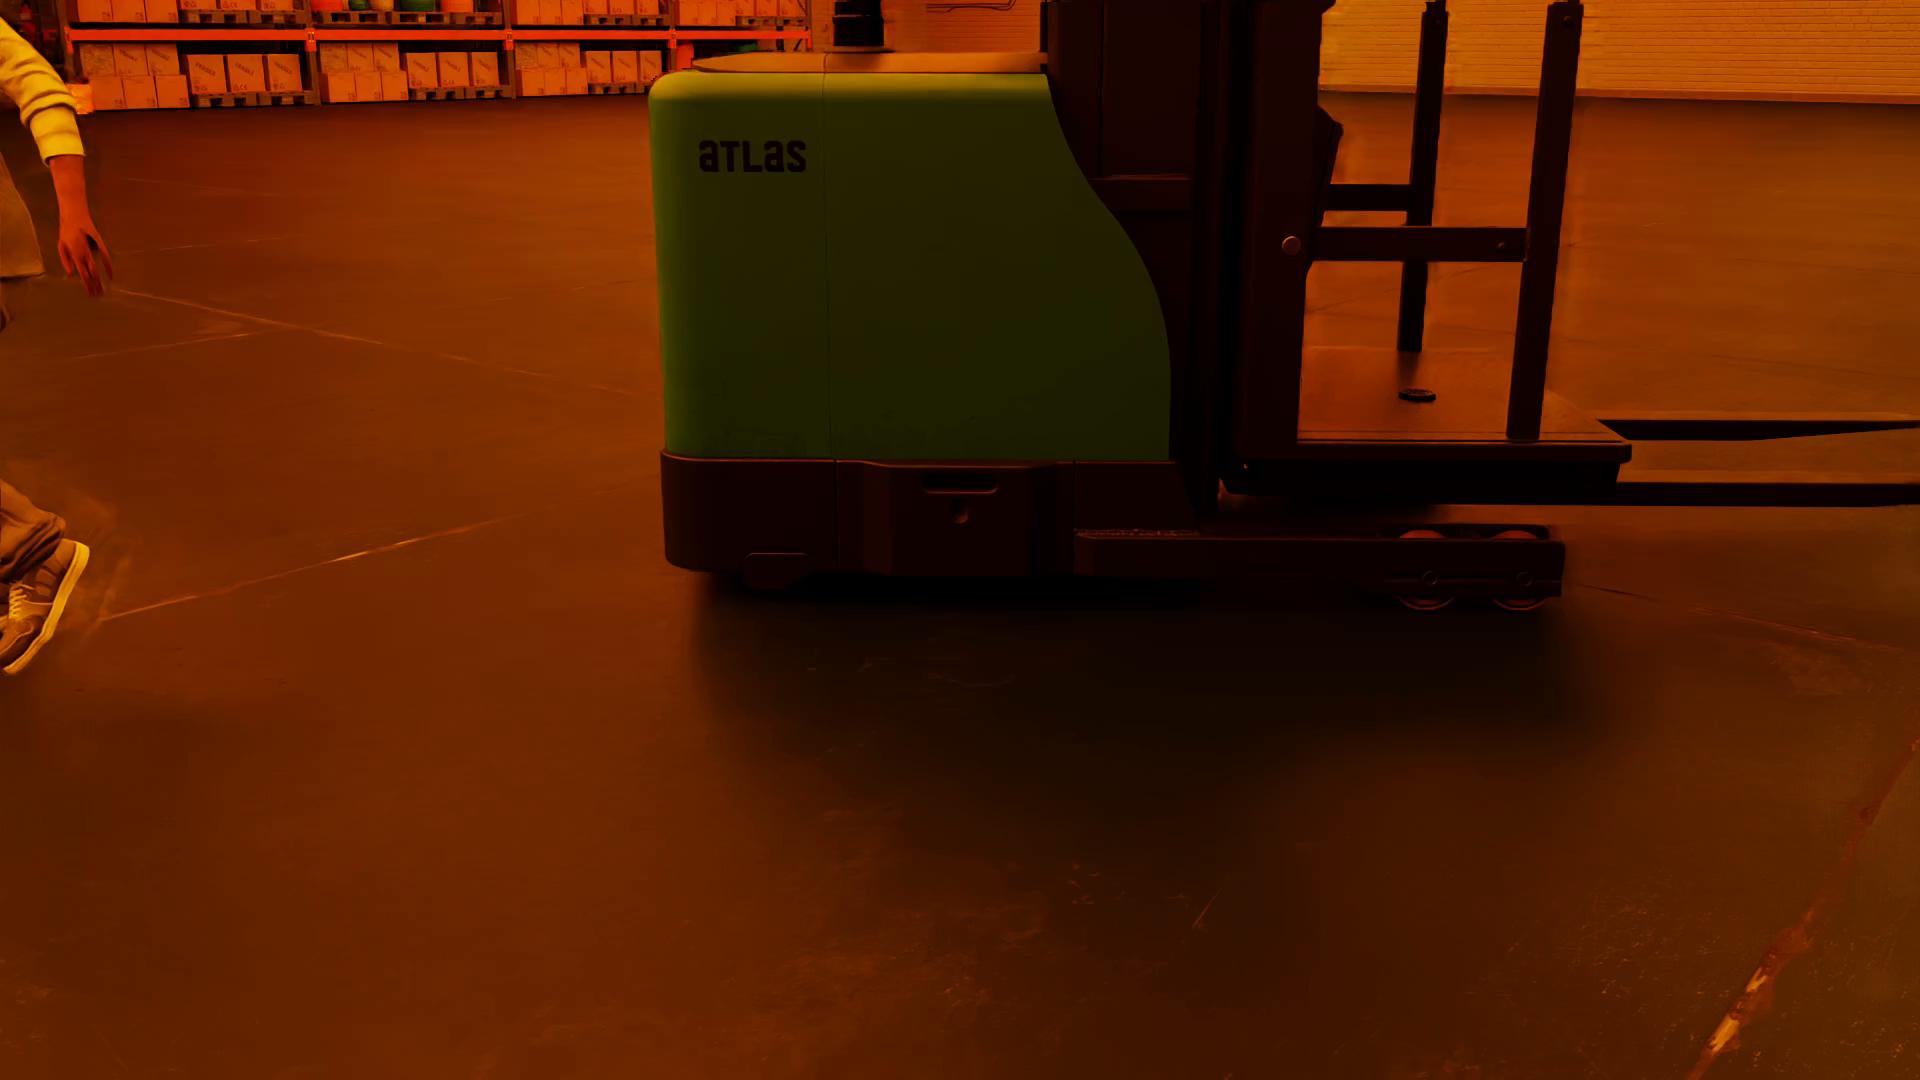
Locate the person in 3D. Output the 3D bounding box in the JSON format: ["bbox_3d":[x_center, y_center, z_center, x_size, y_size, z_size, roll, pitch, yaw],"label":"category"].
[{"bbox_3d":[-1.896,-0.475,2.965,0.695,1.502,0.527,15,22,40],"label":"person"}]

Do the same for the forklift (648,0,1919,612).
[{"bbox_3d":[0.893,-1.411,3.544,3.031,2.935,1.130,0,17,1],"label":"forklift"}]
